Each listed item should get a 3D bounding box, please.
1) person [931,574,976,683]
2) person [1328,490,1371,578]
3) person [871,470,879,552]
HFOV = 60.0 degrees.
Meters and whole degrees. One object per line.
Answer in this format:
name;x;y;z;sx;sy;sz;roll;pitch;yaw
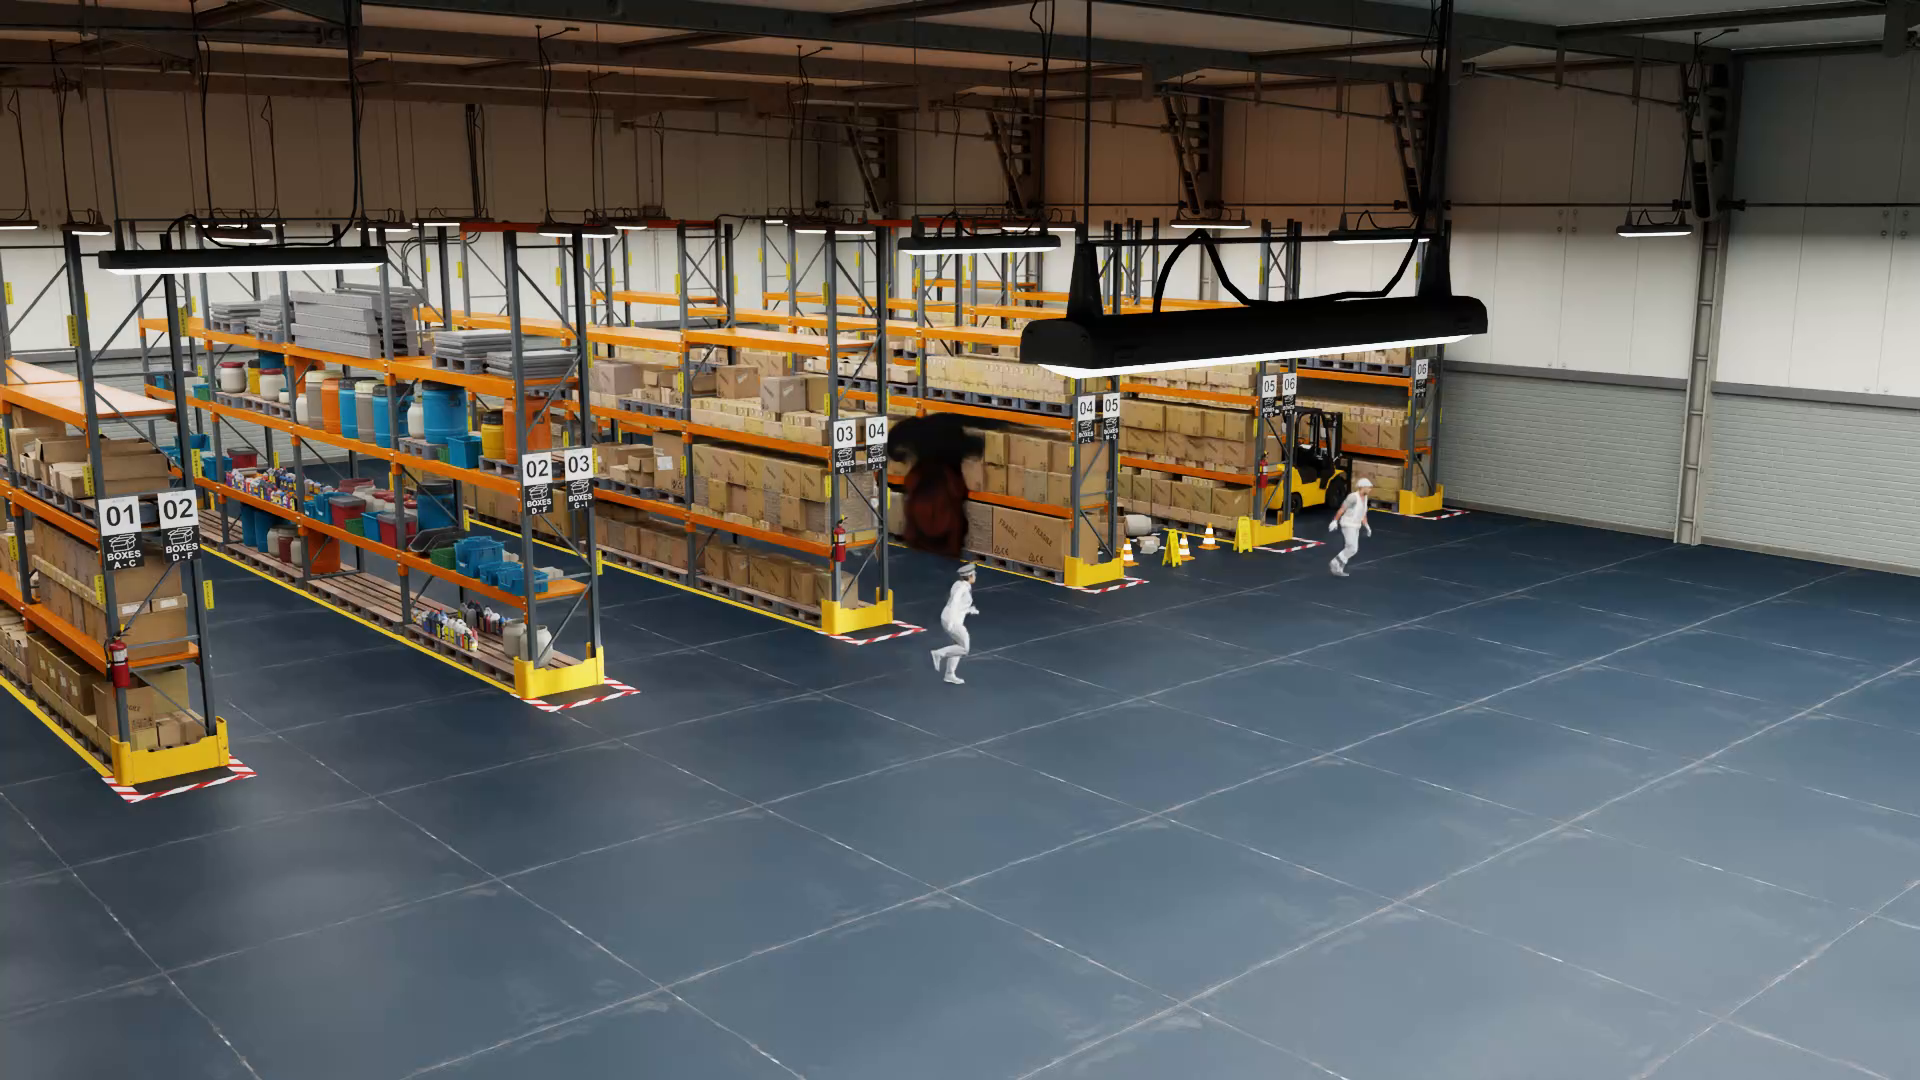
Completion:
person;-0.082;1.147;22.295;0.644;1.584;0.619;-4;12;-17
person;6.698;-0.107;28.543;0.567;1.514;0.658;9;14;37
person;-1.575;-0.582;28.642;0.788;1.609;0.523;9;14;37
